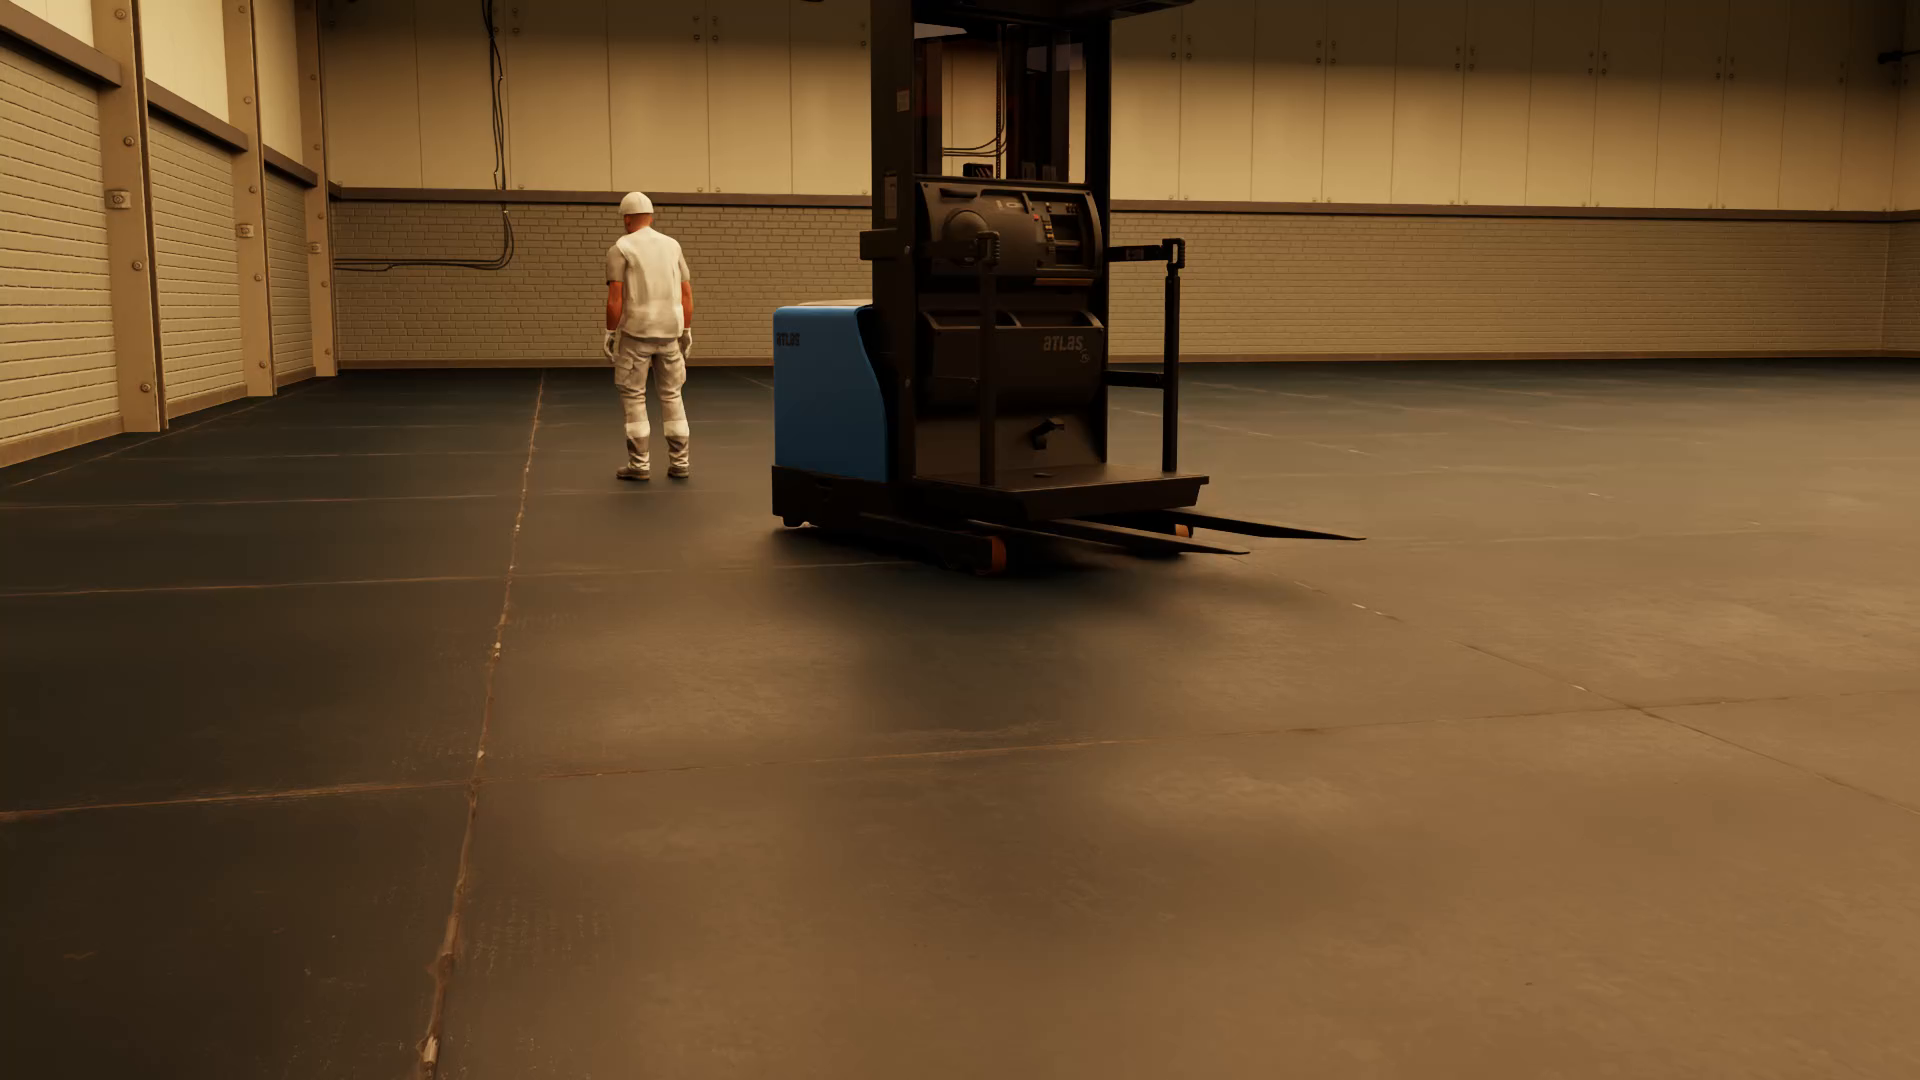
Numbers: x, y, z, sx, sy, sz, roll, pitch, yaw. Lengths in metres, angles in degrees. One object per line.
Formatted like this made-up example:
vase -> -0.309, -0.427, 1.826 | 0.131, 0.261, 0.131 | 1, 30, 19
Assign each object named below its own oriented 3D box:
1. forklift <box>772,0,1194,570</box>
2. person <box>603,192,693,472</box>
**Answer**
forklift -> 0.355, -1.383, 7.015 | 1.130, 2.935, 3.031 | -6, 10, -35
person -> -1.949, -1.299, 10.375 | 0.609, 1.719, 0.453 | -6, 10, -35
